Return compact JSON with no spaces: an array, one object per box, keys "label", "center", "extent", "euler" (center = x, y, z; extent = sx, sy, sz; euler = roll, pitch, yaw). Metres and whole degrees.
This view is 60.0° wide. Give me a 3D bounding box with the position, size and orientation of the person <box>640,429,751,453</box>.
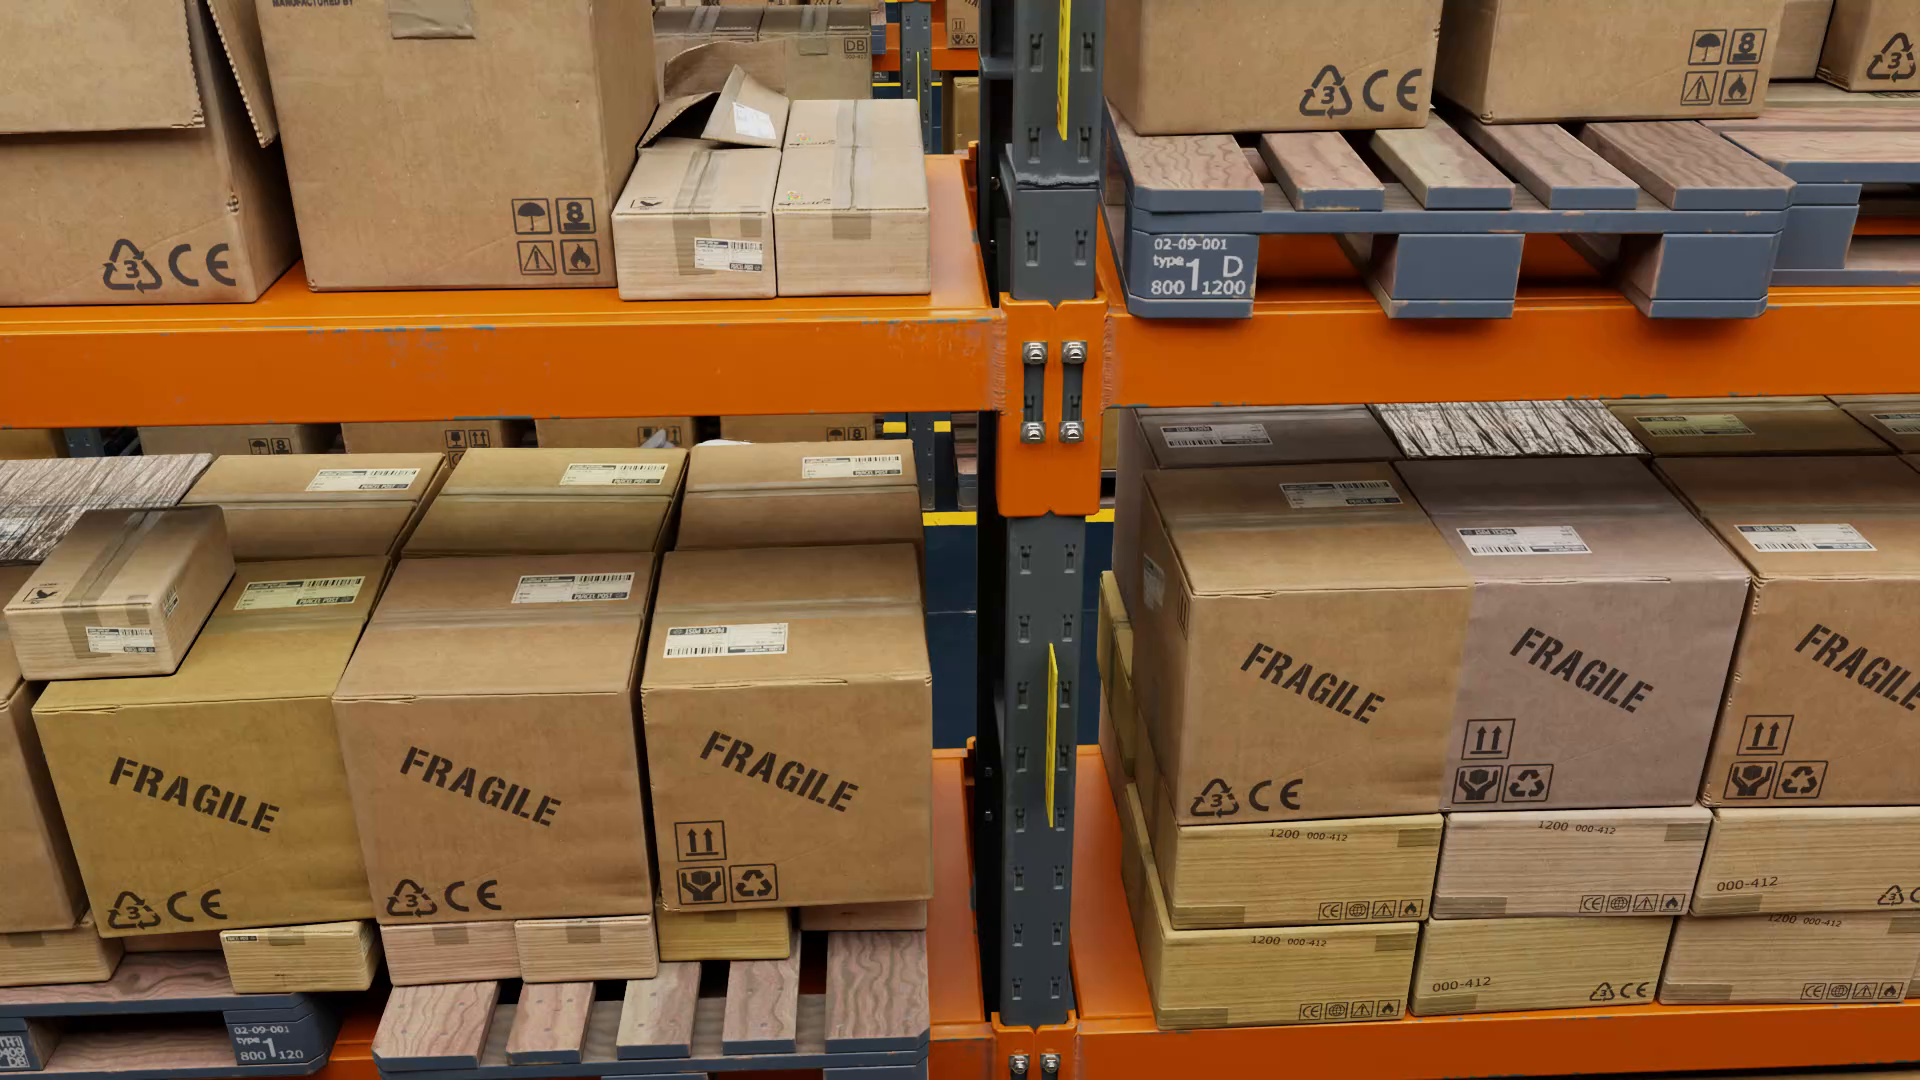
[{"label":"person","center":[-0.935,-0.076,7.196],"extent":[0.956,0.901,0.554],"euler":[-1,27,-2]}]
